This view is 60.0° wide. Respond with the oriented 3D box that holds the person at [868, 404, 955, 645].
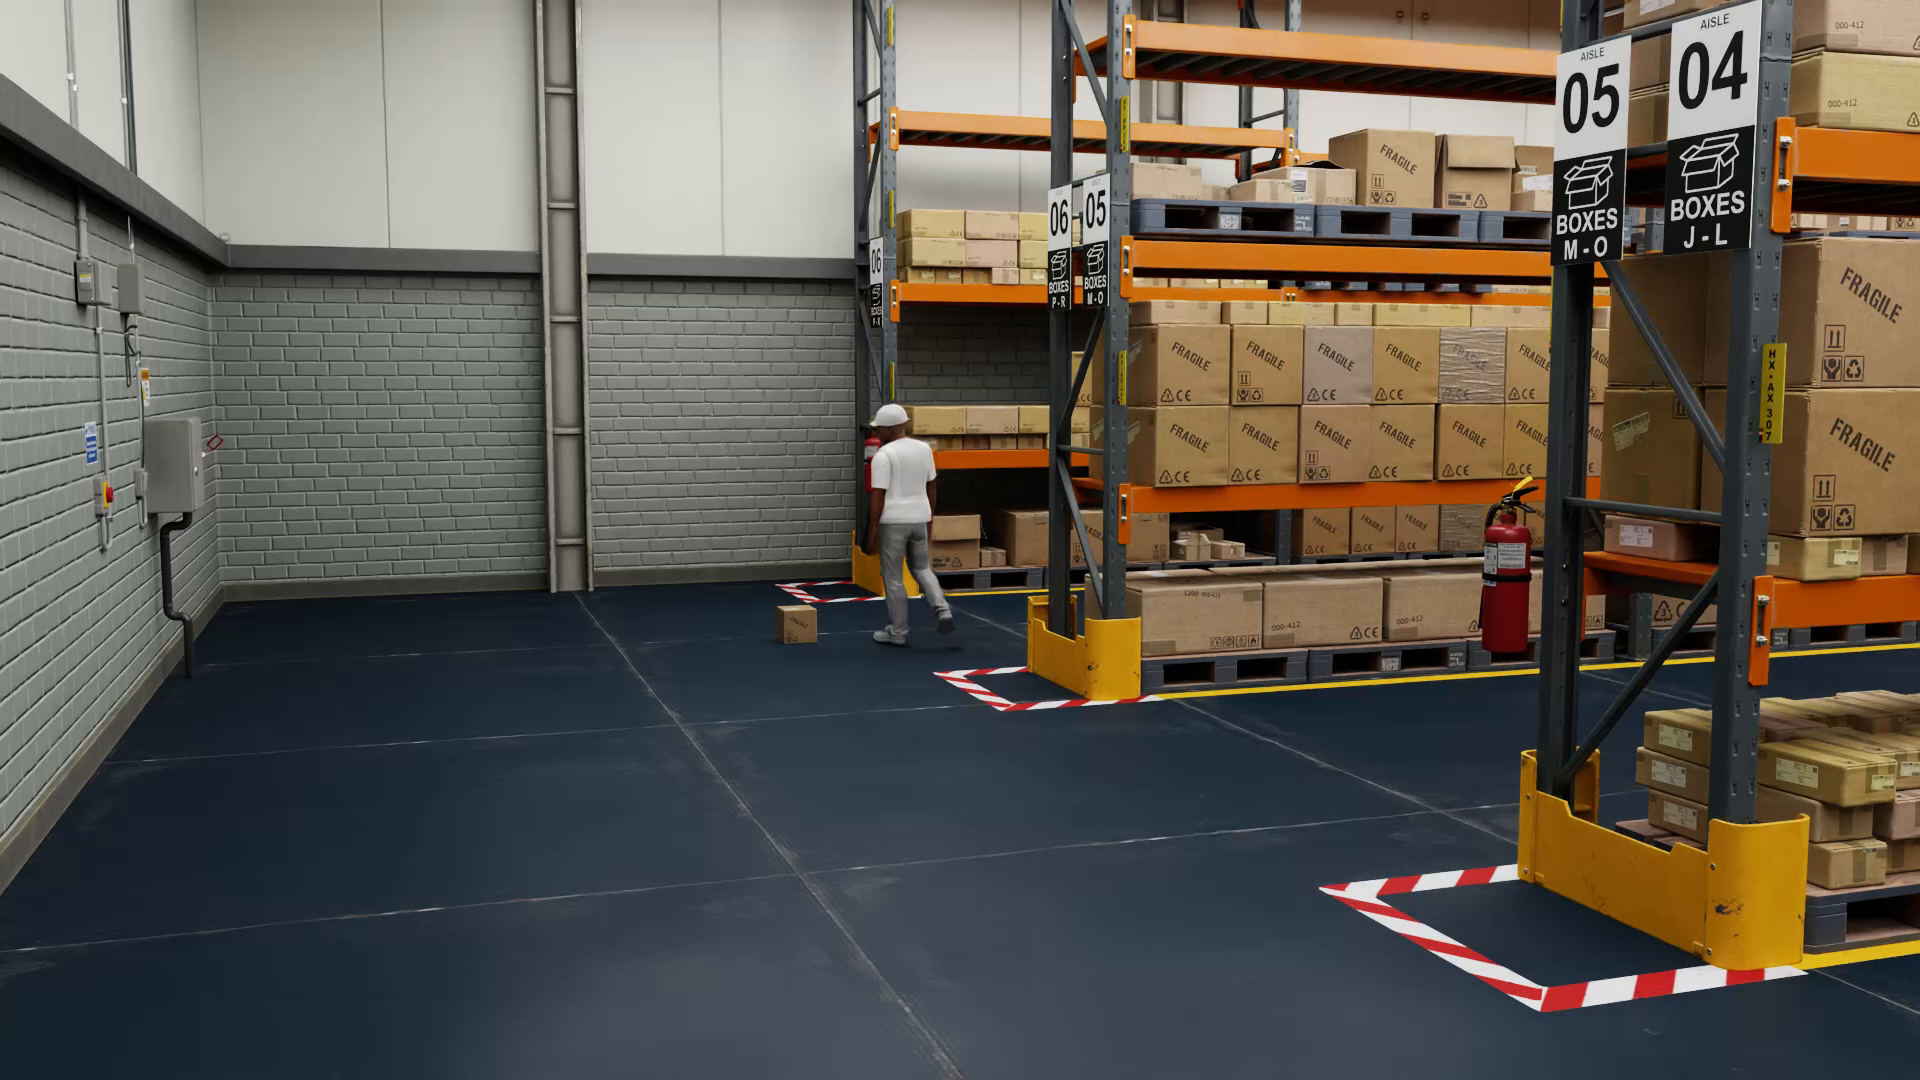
[{"bbox_3d":[-0.374,-0.110,12.168,0.599,1.766,0.654,-5,7,-40],"label":"person"}]
